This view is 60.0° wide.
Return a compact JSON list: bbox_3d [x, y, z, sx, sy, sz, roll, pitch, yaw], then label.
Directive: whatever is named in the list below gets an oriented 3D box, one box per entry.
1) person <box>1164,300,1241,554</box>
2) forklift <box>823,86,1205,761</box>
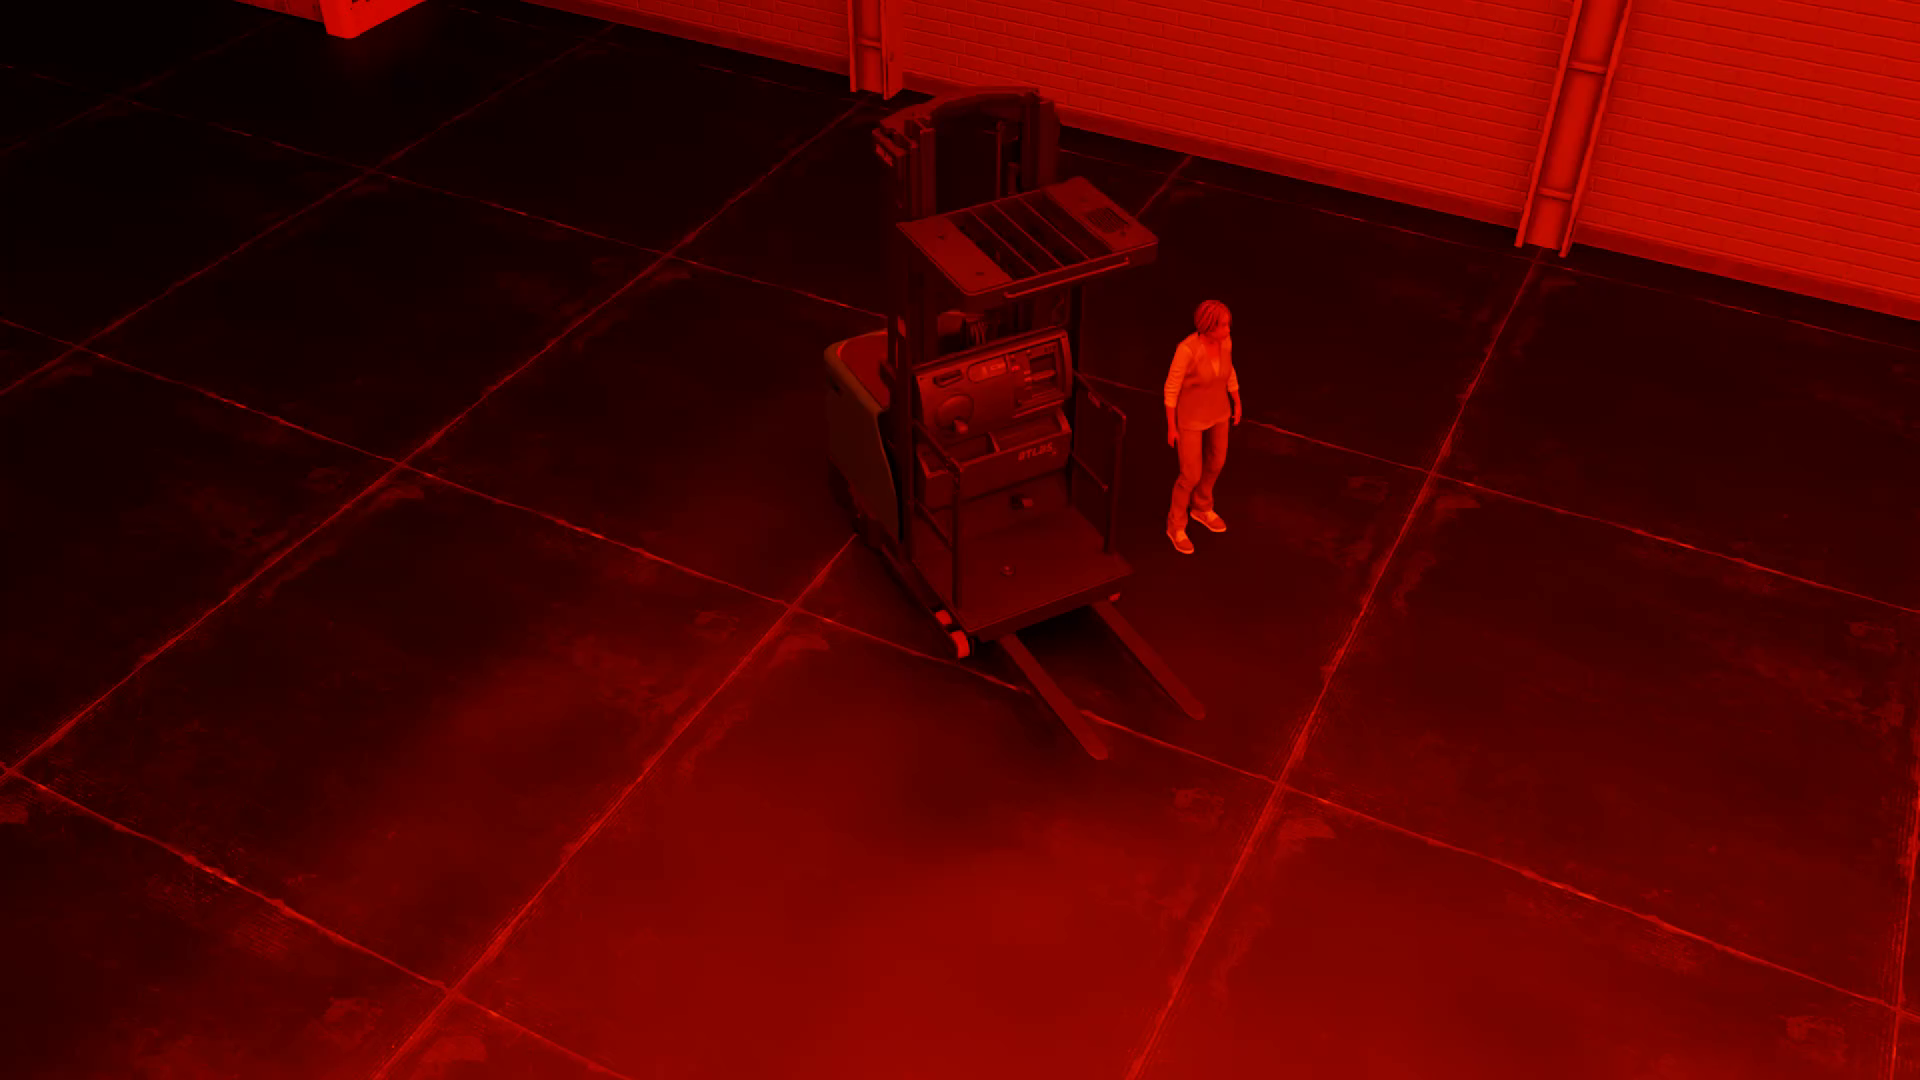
[{"bbox_3d":[1.461,-0.693,9.845,0.530,1.600,0.401,-24,46,-26],"label":"person"},{"bbox_3d":[0.296,-0.775,8.907,1.130,2.935,3.031,-19,44,-21],"label":"forklift"}]
